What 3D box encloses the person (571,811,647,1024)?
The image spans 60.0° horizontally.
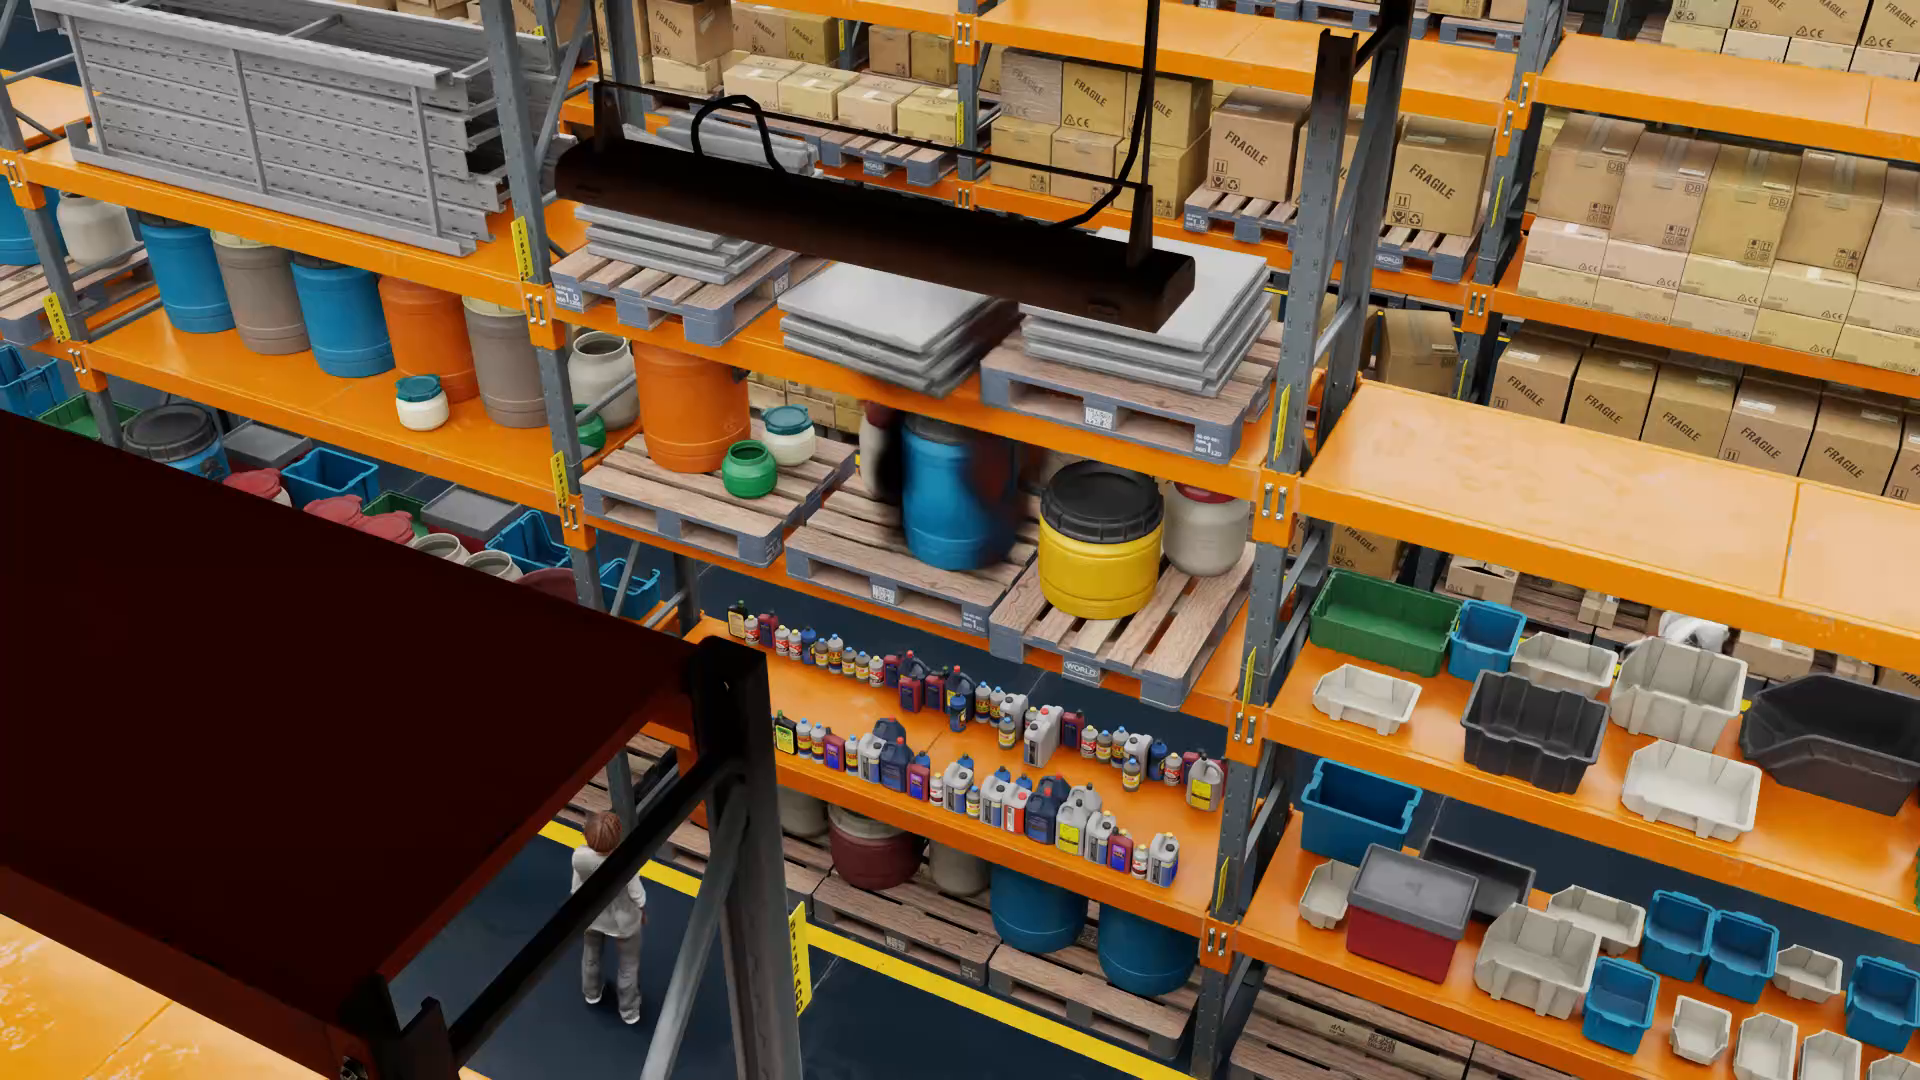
[{"bbox_3d":[-2.001,2.111,9.451,0.523,1.612,0.379,7,36,10],"label":"person"}]

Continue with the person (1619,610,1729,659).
[{"bbox_3d":[4.722,0.861,11.125,0.999,1.739,0.549,14,37,19],"label":"person"}]
